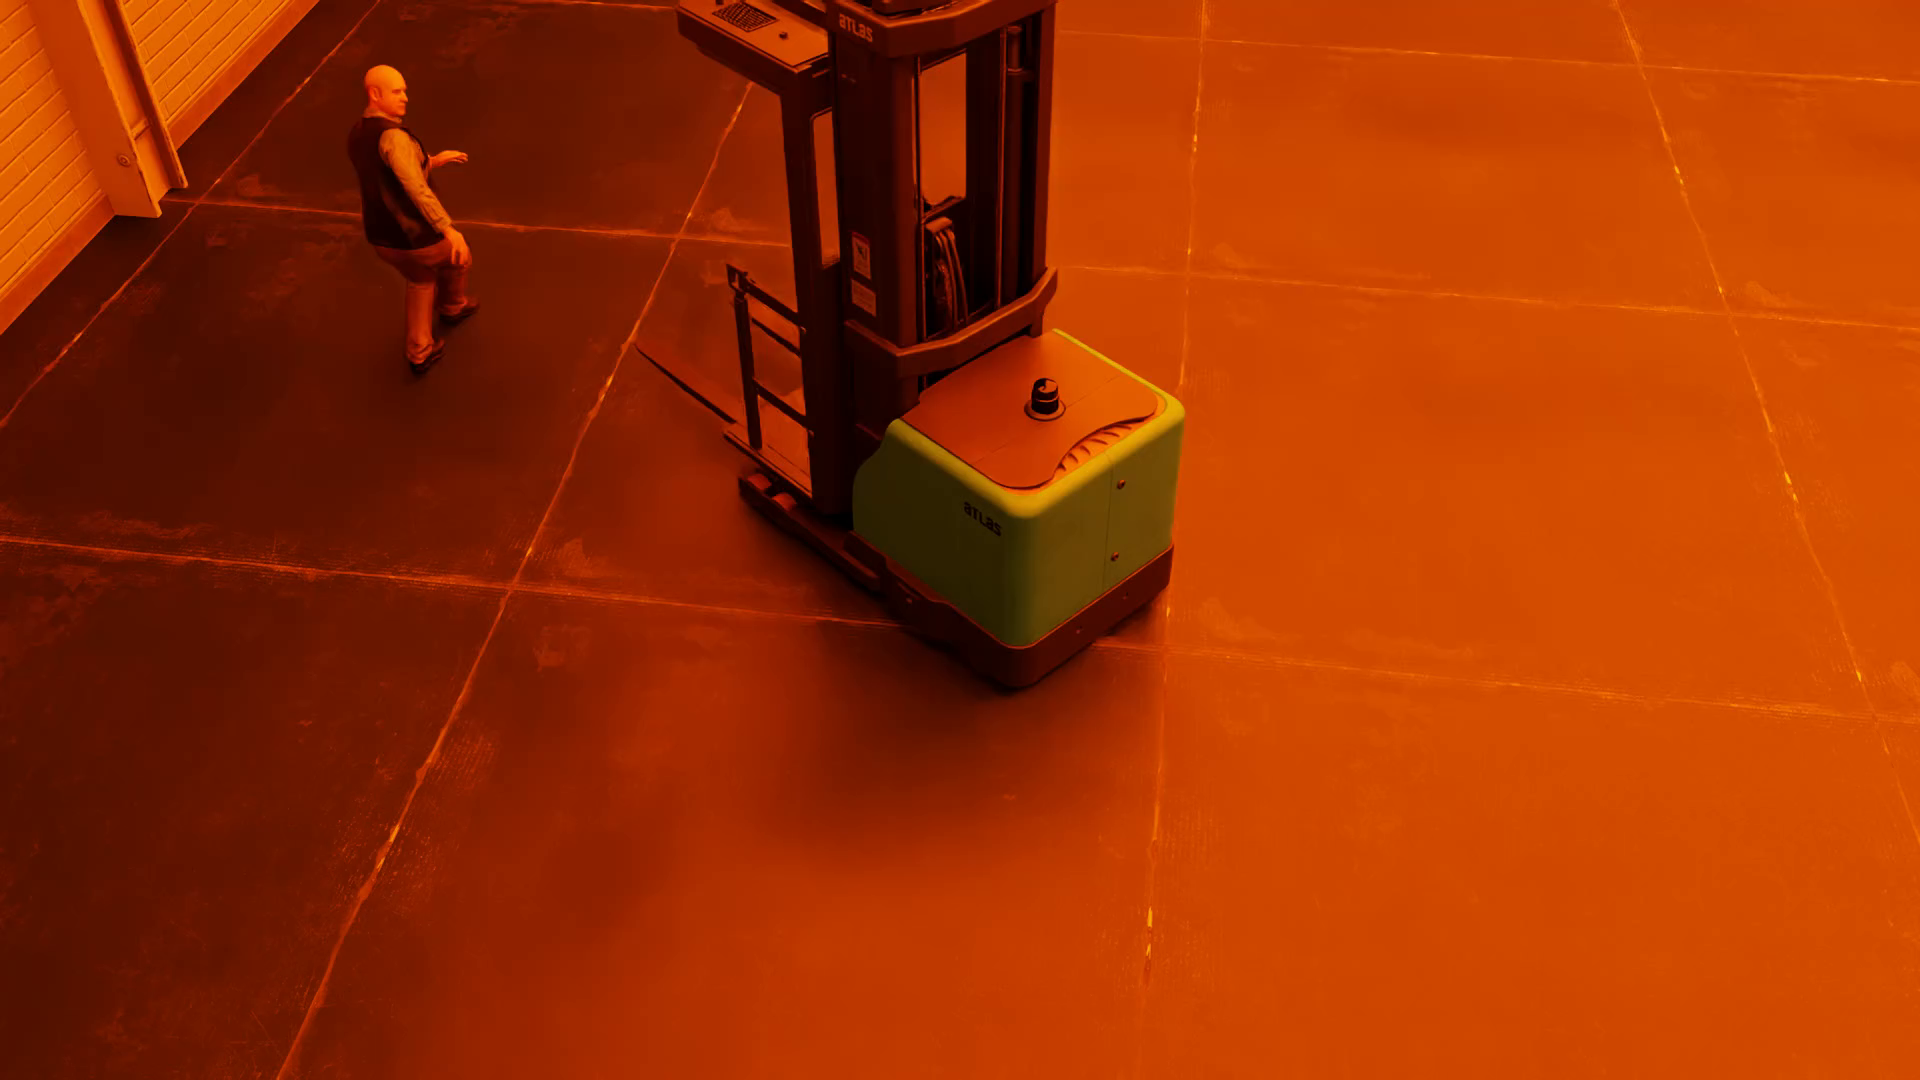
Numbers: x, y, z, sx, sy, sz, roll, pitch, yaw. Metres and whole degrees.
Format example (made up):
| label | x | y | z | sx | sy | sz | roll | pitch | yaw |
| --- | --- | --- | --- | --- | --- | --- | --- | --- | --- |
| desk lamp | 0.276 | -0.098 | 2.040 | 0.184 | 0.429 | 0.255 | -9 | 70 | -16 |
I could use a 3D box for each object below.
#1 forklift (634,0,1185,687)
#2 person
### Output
| label | x | y | z | sx | sy | sz | roll | pitch | yaw |
| --- | --- | --- | --- | --- | --- | --- | --- | --- | --- |
| forklift | -0.420 | -1.355 | 7.199 | 1.130 | 2.935 | 3.031 | -33 | 52 | -30 |
| person | -2.691 | -1.664 | 8.545 | 0.771 | 1.590 | 0.786 | 16 | 45 | 17 |
